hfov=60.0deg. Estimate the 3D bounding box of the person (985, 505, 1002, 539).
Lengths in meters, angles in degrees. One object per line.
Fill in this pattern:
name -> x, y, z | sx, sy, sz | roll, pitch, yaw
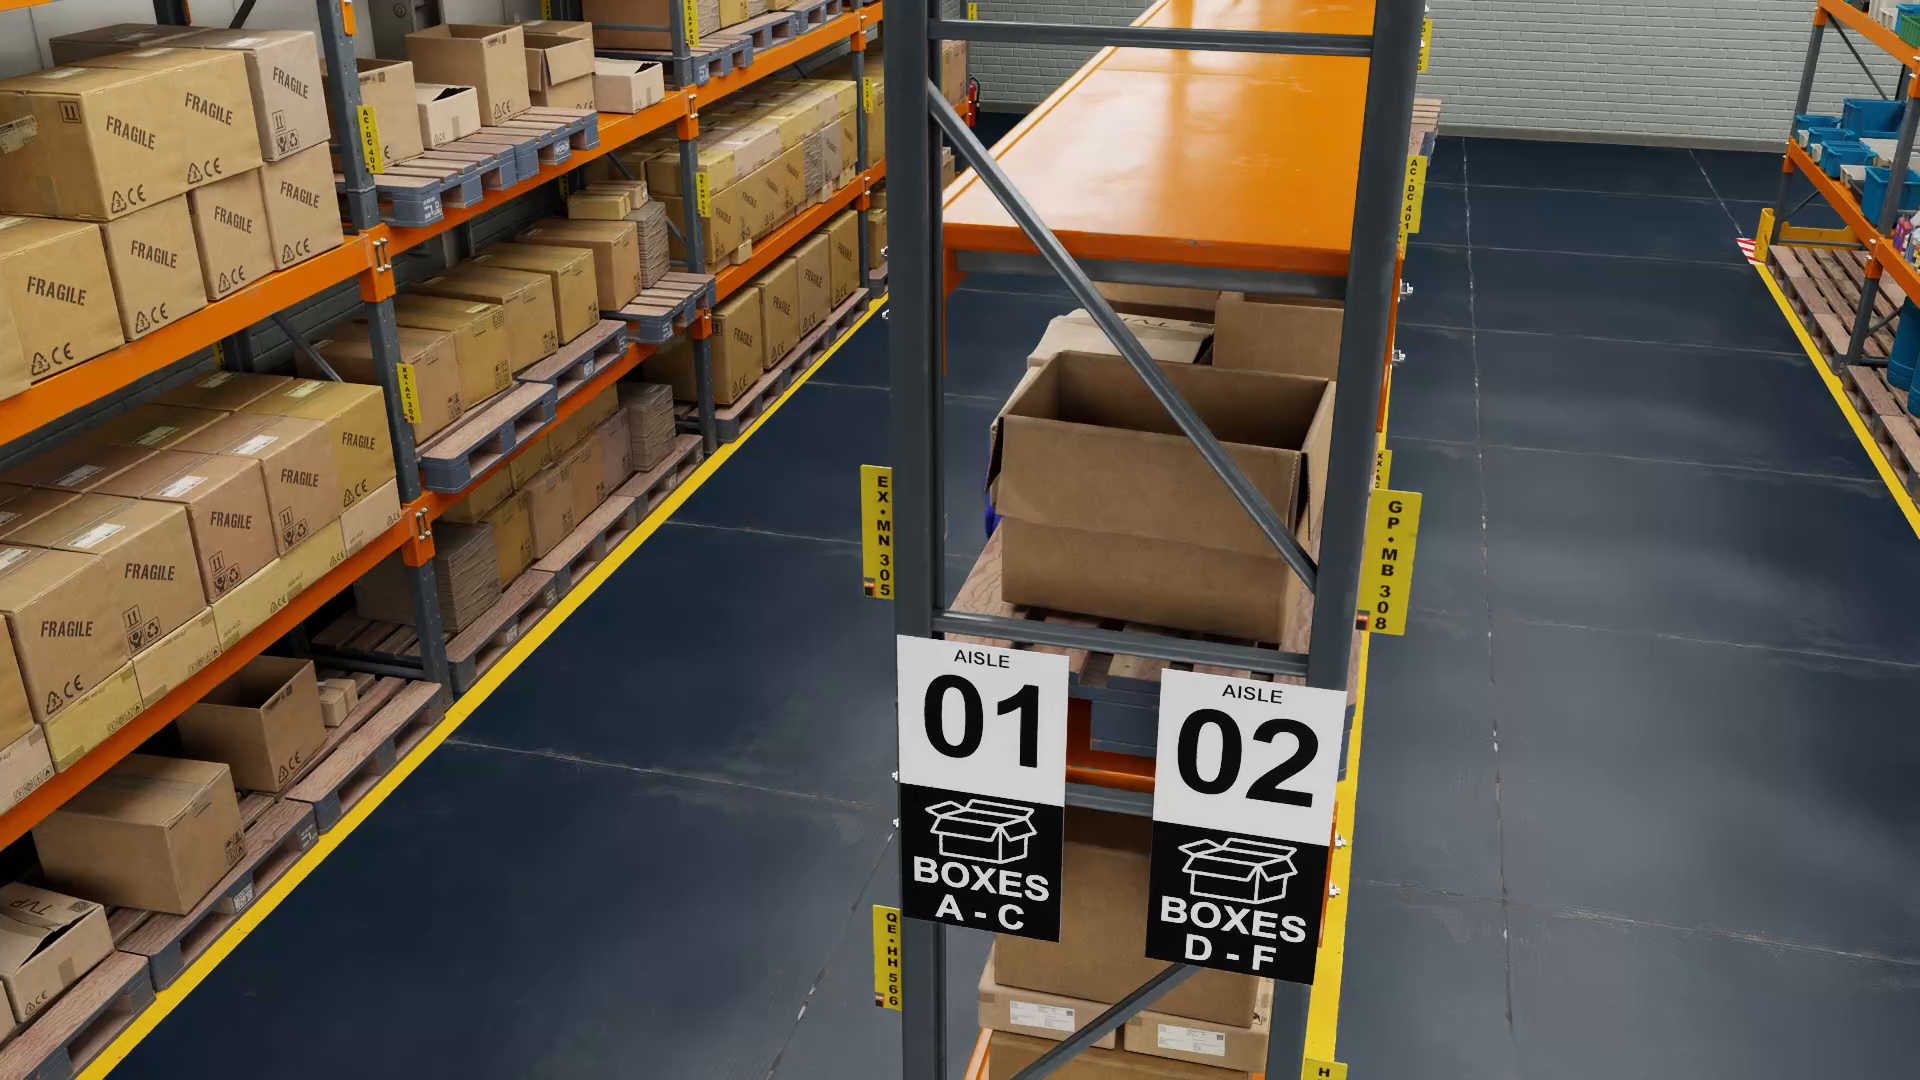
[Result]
person -> 0.366, 0.097, 10.437 | 0.482, 0.859, 0.816 | 7, 26, 14
